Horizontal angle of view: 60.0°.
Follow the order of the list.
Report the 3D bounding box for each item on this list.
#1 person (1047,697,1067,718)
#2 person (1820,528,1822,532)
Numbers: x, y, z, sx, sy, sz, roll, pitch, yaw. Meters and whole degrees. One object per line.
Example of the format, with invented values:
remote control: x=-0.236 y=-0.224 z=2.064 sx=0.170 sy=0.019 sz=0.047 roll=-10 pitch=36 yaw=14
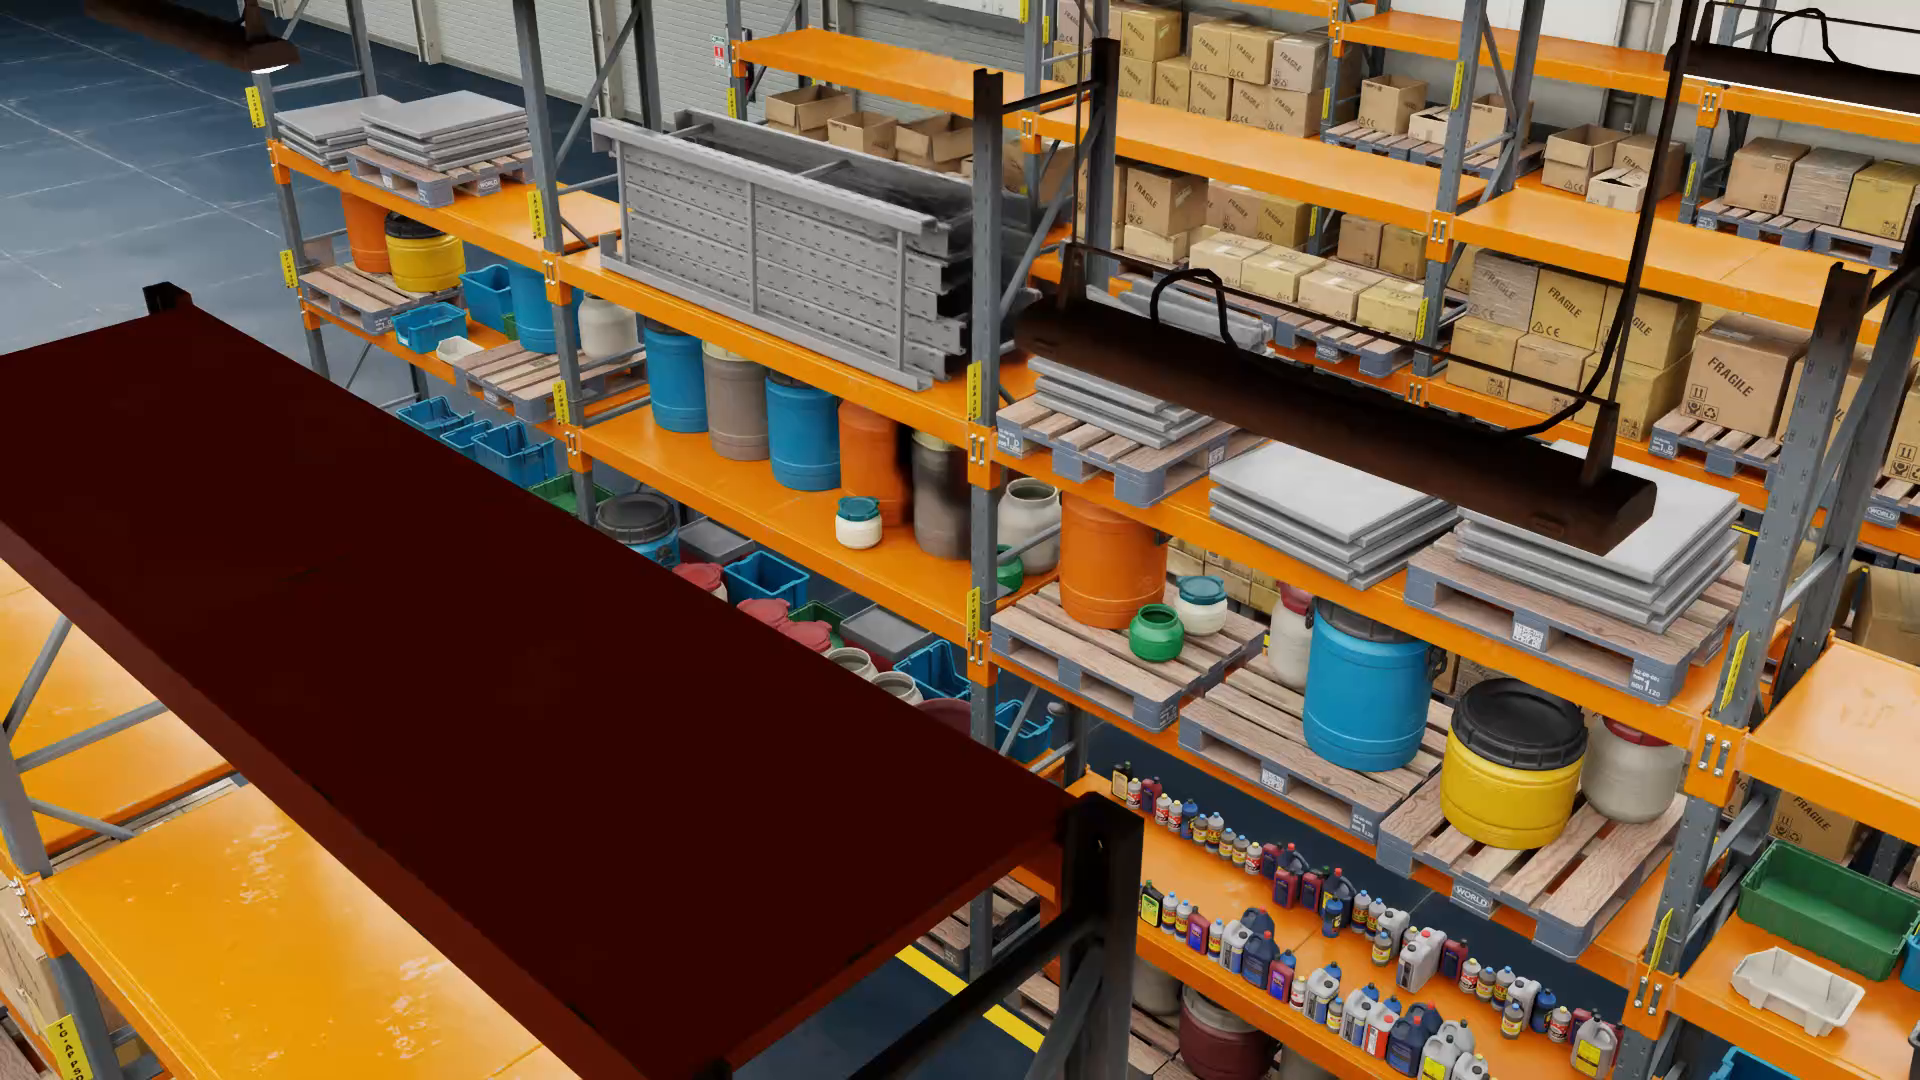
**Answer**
person: x=0.748 y=0.646 z=12.859 sx=0.468 sy=1.626 sz=0.352 roll=20 pitch=35 yaw=31
person: x=7.343 y=0.178 z=14.160 sx=0.571 sy=1.737 sz=0.627 roll=14 pitch=32 yaw=24
